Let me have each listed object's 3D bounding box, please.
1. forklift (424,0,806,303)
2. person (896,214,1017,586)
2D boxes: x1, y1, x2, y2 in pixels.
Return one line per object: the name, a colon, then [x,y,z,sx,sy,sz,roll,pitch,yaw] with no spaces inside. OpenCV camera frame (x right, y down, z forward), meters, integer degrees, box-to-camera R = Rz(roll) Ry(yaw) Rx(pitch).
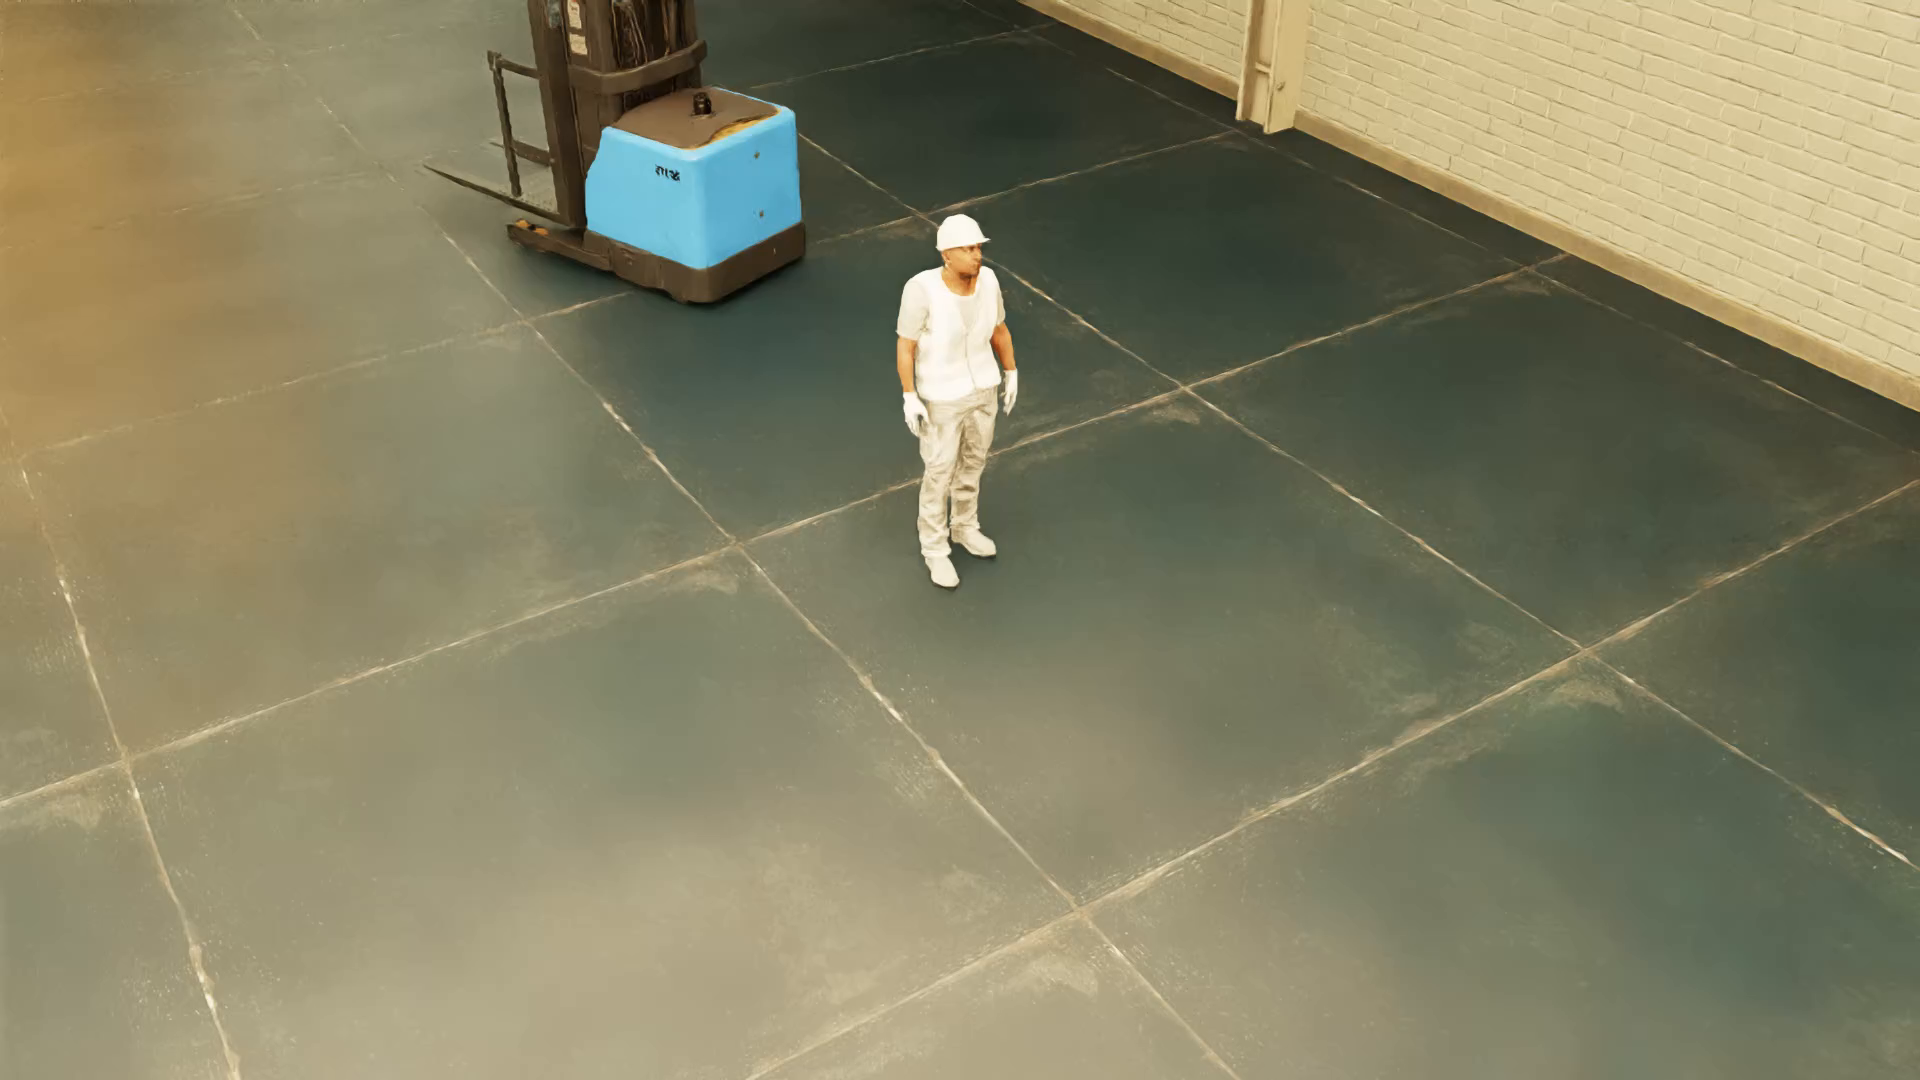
forklift: [-2.538,-3.413,11.004,3.031,2.935,1.130,23,41,29]
person: [0.033,-0.698,8.127,0.655,1.782,0.576,-21,40,-27]
